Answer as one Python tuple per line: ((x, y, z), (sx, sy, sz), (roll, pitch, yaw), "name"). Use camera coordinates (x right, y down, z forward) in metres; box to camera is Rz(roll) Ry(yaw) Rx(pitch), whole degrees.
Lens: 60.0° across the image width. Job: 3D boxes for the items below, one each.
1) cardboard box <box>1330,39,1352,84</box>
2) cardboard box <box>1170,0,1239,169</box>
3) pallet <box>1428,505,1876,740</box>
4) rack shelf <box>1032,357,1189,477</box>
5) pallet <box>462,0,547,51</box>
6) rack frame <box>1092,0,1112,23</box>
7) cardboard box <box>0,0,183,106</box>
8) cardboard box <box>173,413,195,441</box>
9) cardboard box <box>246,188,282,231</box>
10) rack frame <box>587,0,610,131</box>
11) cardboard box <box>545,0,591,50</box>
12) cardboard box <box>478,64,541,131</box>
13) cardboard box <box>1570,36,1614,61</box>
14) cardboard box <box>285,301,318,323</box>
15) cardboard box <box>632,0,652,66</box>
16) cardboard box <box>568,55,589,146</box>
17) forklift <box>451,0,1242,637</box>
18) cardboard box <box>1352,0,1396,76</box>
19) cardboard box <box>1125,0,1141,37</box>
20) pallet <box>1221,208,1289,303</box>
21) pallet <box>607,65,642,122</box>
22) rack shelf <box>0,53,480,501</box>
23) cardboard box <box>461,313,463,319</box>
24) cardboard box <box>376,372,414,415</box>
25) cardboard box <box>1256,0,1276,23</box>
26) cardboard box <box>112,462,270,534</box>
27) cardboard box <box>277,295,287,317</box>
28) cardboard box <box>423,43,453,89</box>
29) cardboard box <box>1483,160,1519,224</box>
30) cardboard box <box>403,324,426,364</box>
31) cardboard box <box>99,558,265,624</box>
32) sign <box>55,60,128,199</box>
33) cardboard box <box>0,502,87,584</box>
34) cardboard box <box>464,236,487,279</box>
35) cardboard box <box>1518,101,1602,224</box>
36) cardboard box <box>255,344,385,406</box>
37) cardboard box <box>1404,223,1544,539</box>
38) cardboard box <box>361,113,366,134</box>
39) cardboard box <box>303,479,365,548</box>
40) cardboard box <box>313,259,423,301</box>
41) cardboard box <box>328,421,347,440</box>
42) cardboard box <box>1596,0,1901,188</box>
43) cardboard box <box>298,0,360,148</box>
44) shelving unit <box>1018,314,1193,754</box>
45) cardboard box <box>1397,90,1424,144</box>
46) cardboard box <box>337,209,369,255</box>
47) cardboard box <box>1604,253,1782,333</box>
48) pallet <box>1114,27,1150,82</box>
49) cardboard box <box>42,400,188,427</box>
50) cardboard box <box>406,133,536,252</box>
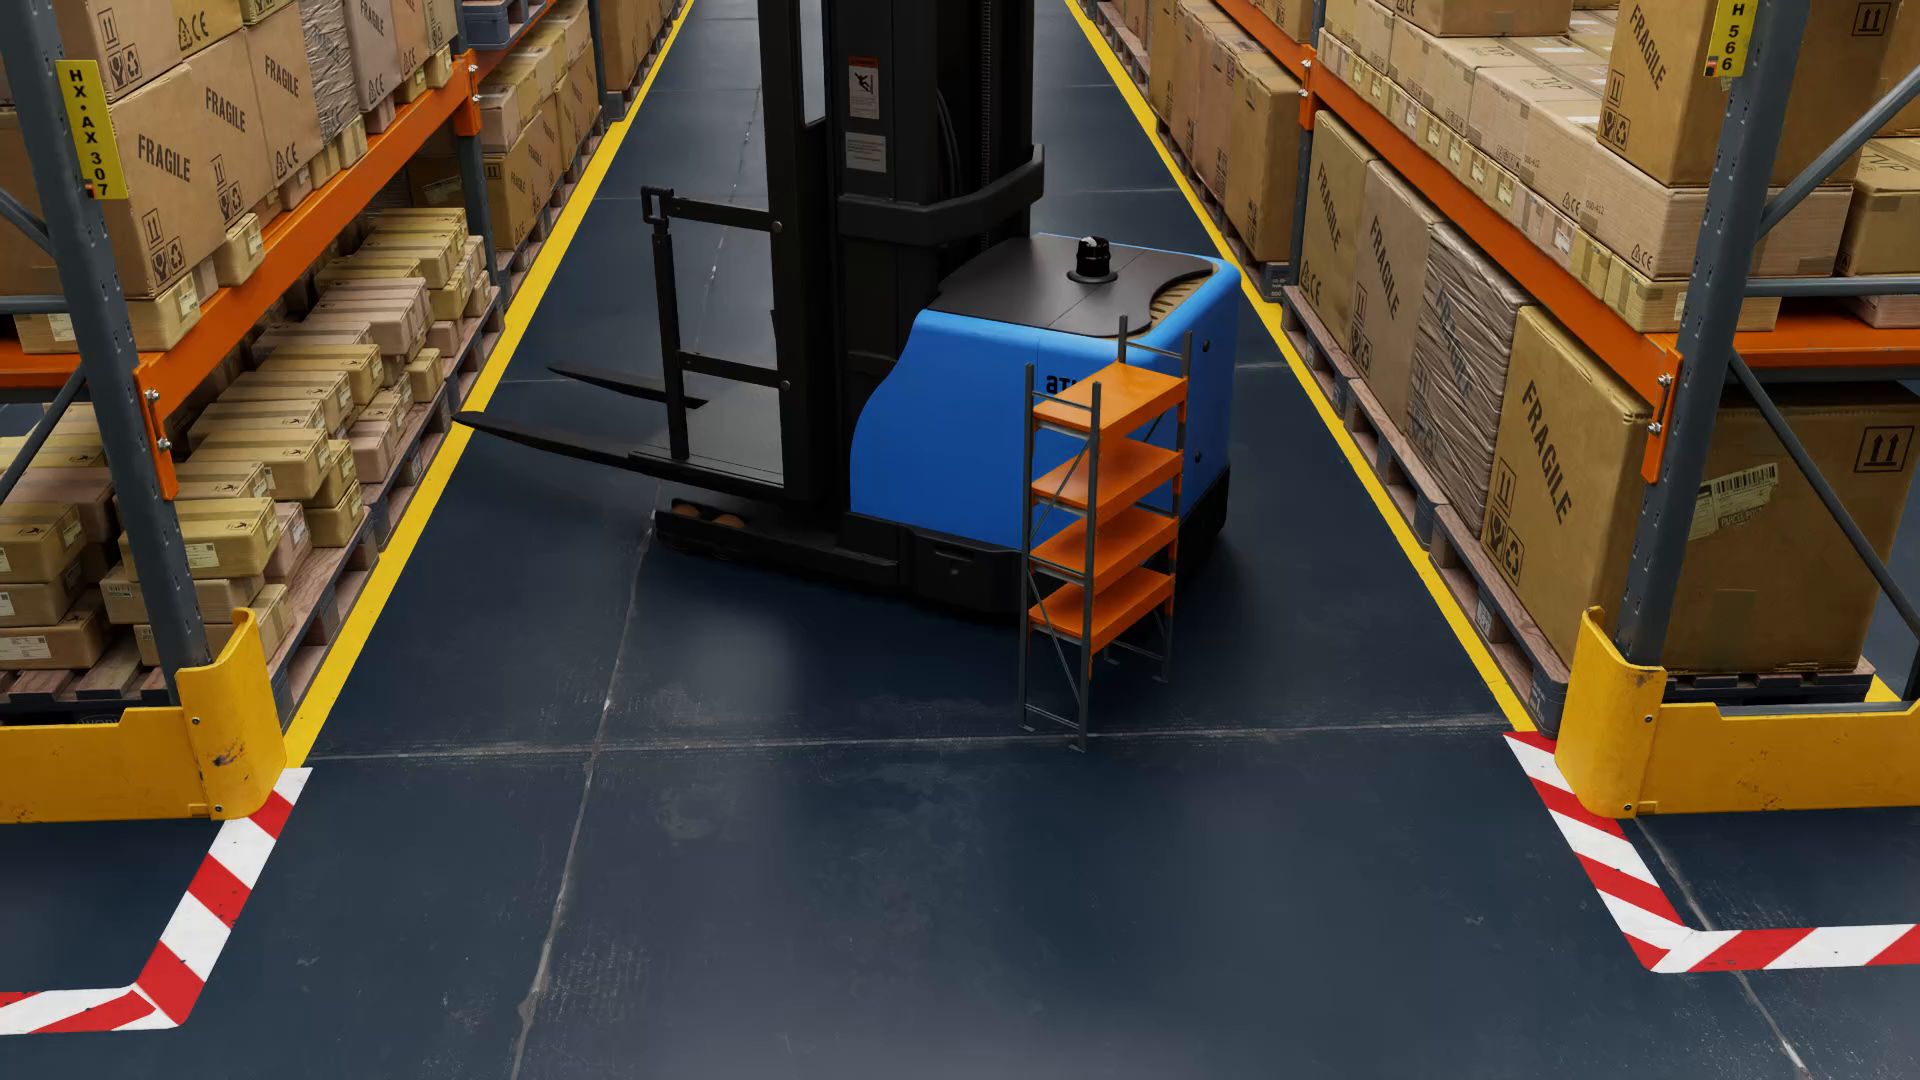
((1.857, -2.110, 7.323), (0.380, 0.149, 0.250), (-2, 28, -4), "cardboard box")
((2.005, -2.847, 10.309), (1.225, 0.875, 0.875), (-1, 28, -2), "cardboard box")
((2.249, 0.229, 5.582), (1.003, 0.211, 1.213), (-1, 28, -3), "pallet")
((0.427, -0.361, 4.795), (0.258, 0.148, 0.480), (19, 33, 32), "rack shelf")
((-2.693, -2.685, 8.362), (1.003, 0.211, 1.213), (-1, 28, -3), "pallet")
((1.742, -6.182, 14.858), (1.000, 3.000, 0.127), (-1, 28, -3), "rack frame")
((-2.348, -1.400, 4.180), (0.500, 0.500, 0.500), (-2, 28, -3), "cardboard box")
((-2.971, -0.336, 5.958), (0.380, 0.149, 0.250), (-1, 28, -2), "cardboard box")
((-2.435, -1.097, 5.382), (0.380, 0.149, 0.250), (-2, 28, -3), "cardboard box")
((-3.008, -4.261, 11.176), (1.000, 3.000, 0.127), (-1, 28, -3), "rack frame")
((-2.710, -3.362, 10.890), (0.500, 0.250, 0.500), (-2, 28, -4), "cardboard box")
((-2.604, -2.418, 9.080), (0.500, 0.250, 0.500), (-1, 28, -1), "cardboard box")
((2.524, -1.646, 6.003), (0.500, 0.250, 0.500), (-2, 28, -4), "cardboard box")
((-2.937, -0.942, 7.119), (0.380, 0.149, 0.250), (-3, 28, -5), "cardboard box")
((-2.999, -4.137, 12.917), (1.050, 0.750, 0.750), (-1, 28, -2), "cardboard box")
((-2.689, -2.802, 10.627), (0.500, 0.500, 0.500), (0, 28, -1), "cardboard box")
((-0.558, -1.427, 5.817), (3.031, 2.935, 1.130), (13, 30, 23), "forklift")
((1.944, -2.099, 6.872), (0.500, 0.250, 0.500), (-2, 28, -3), "cardboard box")
((1.788, -4.505, 13.871), (0.700, 0.500, 0.500), (-4, 28, -7), "cardboard box")
((2.044, -1.605, 9.099), (1.003, 0.211, 1.213), (-1, 28, -3), "pallet")
((-2.974, -3.391, 12.523), (1.003, 0.211, 1.213), (-1, 28, -3), "pallet")
((-2.694, -1.171, 6.030), (1.077, 0.370, 4.000), (-1, 28, -3), "rack shelf")
((-2.508, -1.041, 7.631), (0.380, 0.149, 0.250), (-1, 28, -1), "cardboard box")
((-2.437, -0.563, 6.715), (0.380, 0.149, 0.250), (-1, 28, -2), "cardboard box")
((1.844, -2.969, 8.592), (0.500, 0.500, 0.500), (-1, 28, -1), "cardboard box")
((-2.413, -0.127, 5.236), (0.380, 0.149, 0.250), (-1, 28, -2), "cardboard box")
((-3.002, -0.952, 6.817), (0.380, 0.149, 0.250), (-1, 28, -2), "cardboard box")
((-2.428, -2.060, 7.228), (0.380, 0.149, 0.250), (-2, 28, -4), "cardboard box")
((1.966, -1.157, 5.495), (0.380, 0.149, 0.250), (-2, 28, -4), "cardboard box")
((-2.459, -0.847, 6.937), (0.380, 0.149, 0.250), (-1, 28, -1), "cardboard box")
((-2.361, 0.131, 5.062), (0.380, 0.149, 0.250), (0, 28, 0), "cardboard box")
((-2.048, -0.964, 3.918), (0.100, 0.325, 0.005), (-1, 28, -3), "sign")
((-2.871, 0.009, 4.974), (0.380, 0.149, 0.250), (-1, 28, -2), "cardboard box")
((-2.465, -1.330, 7.864), (0.380, 0.149, 0.250), (-1, 28, -2), "cardboard box")
((2.052, -1.157, 5.065), (0.500, 0.250, 0.500), (-2, 28, -4), "cardboard box")
((-2.366, -0.610, 6.161), (0.380, 0.149, 0.250), (-1, 28, -2), "cardboard box")
((2.208, -0.598, 5.996), (0.875, 0.875, 0.875), (-1, 28, -3), "cardboard box")
((-2.481, -1.572, 6.292), (0.380, 0.149, 0.250), (-2, 28, -3), "cardboard box")
((-2.317, -0.093, 5.813), (0.380, 0.149, 0.250), (-1, 28, -2), "cardboard box")
((-2.511, -1.088, 7.078), (0.380, 0.149, 0.250), (-1, 28, -1), "cardboard box")
((-2.434, -0.349, 5.983), (0.380, 0.149, 0.250), (-3, 28, -5), "cardboard box")
((2.081, -1.256, 4.445), (0.500, 0.500, 0.500), (-1, 28, -2), "cardboard box")
((-2.437, -1.665, 5.769), (0.500, 0.500, 0.500), (-2, 28, -4), "cardboard box")
((0.427, -0.013, 4.977), (0.258, 1.200, 0.503), (19, 33, 32), "shelving unit")
((1.911, -1.632, 6.408), (0.380, 0.149, 0.250), (-1, 28, -2), "cardboard box")
((-2.988, -1.436, 7.745), (0.380, 0.149, 0.250), (0, 28, -1), "cardboard box")
((2.021, -0.685, 4.591), (0.380, 0.149, 0.250), (-1, 28, -2), "cardboard box")
((1.851, -4.021, 13.731), (1.003, 0.211, 1.213), (-1, 28, -3), "pallet")
((-2.987, -0.469, 5.891), (0.380, 0.149, 0.250), (0, 28, -1), "cardboard box")
((-2.573, -1.839, 8.782), (0.500, 0.500, 0.500), (0, 28, -1), "cardboard box")
